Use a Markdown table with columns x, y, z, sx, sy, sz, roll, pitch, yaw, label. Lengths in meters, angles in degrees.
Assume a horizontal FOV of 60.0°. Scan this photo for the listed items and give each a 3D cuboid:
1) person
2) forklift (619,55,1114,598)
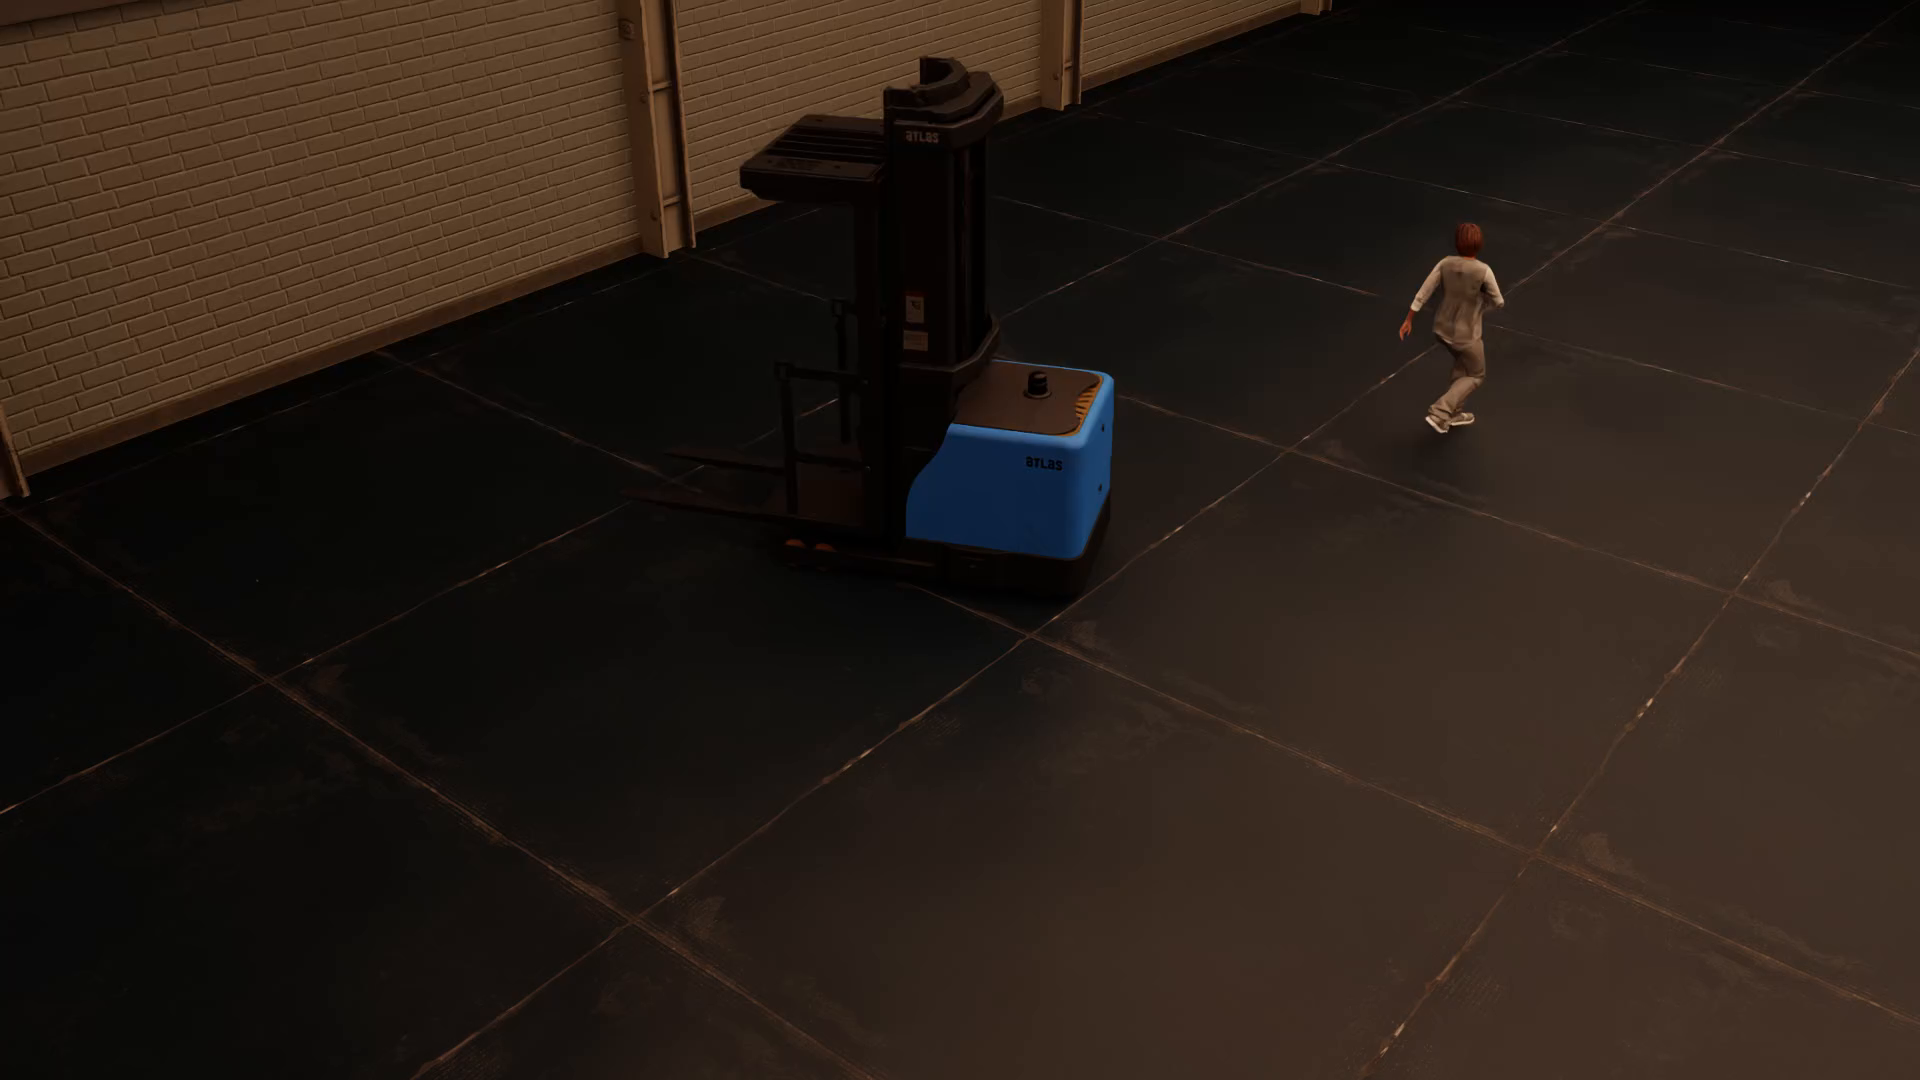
| x | y | z | sx | sy | sz | roll | pitch | yaw | label |
| --- | --- | --- | --- | --- | --- | --- | --- | --- | --- |
| 3.427 | -1.452 | 11.487 | 0.624 | 1.526 | 0.516 | -19 | 35 | -29 | person |
| -0.623 | -1.325 | 9.862 | 3.031 | 2.935 | 1.130 | 8 | 31 | 13 | forklift |
